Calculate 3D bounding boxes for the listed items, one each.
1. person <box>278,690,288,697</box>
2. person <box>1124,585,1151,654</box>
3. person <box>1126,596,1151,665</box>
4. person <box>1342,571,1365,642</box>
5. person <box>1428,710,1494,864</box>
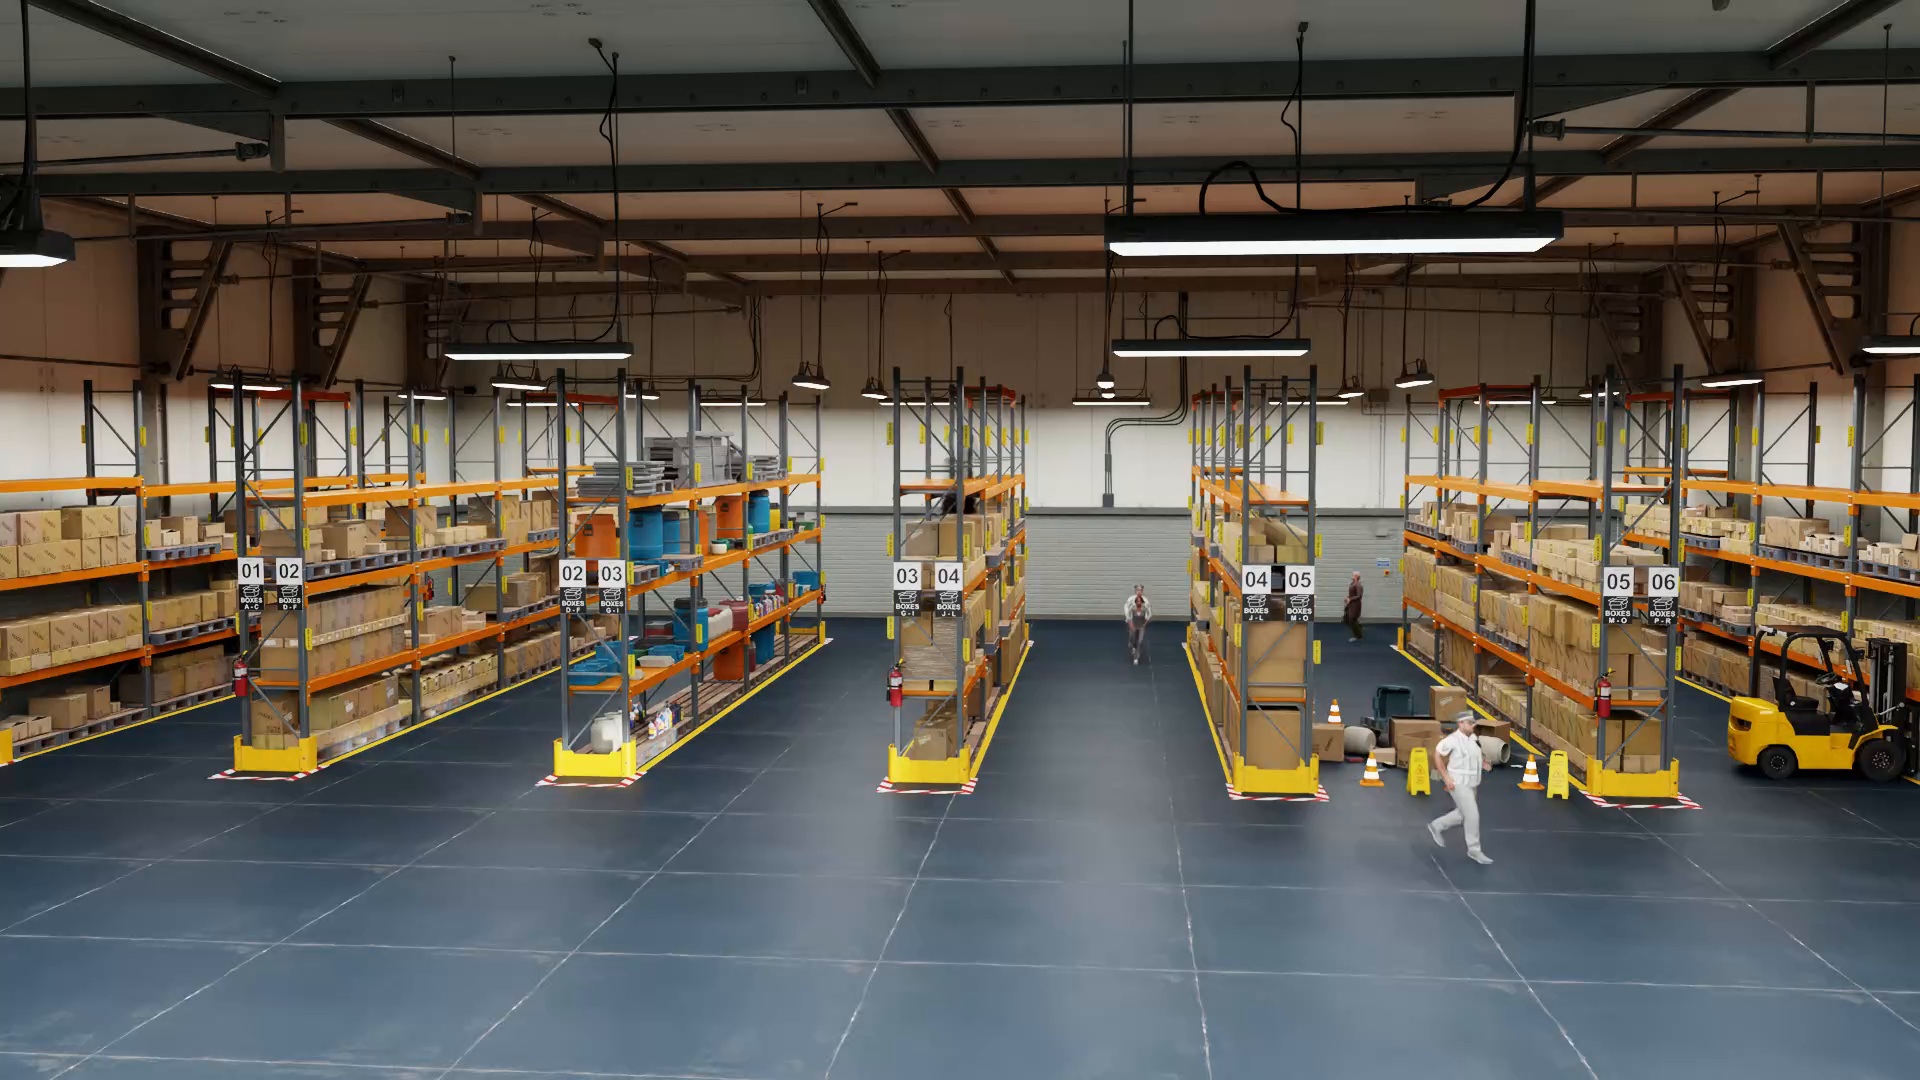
[{"bbox_3d":[-11.545,2.325,28.524,0.642,1.833,0.893,0,4,2],"label":"person"},{"bbox_3d":[4.084,1.819,38.232,0.594,1.613,0.514,0,4,1],"label":"person"},{"bbox_3d":[3.939,1.974,36.804,0.539,1.547,0.805,0,4,-2],"label":"person"},{"bbox_3d":[9.604,1.619,40.480,0.550,1.732,0.745,0,4,6],"label":"person"},{"bbox_3d":[5.972,2.900,19.794,0.690,1.793,0.893,-4,5,-45],"label":"person"}]
